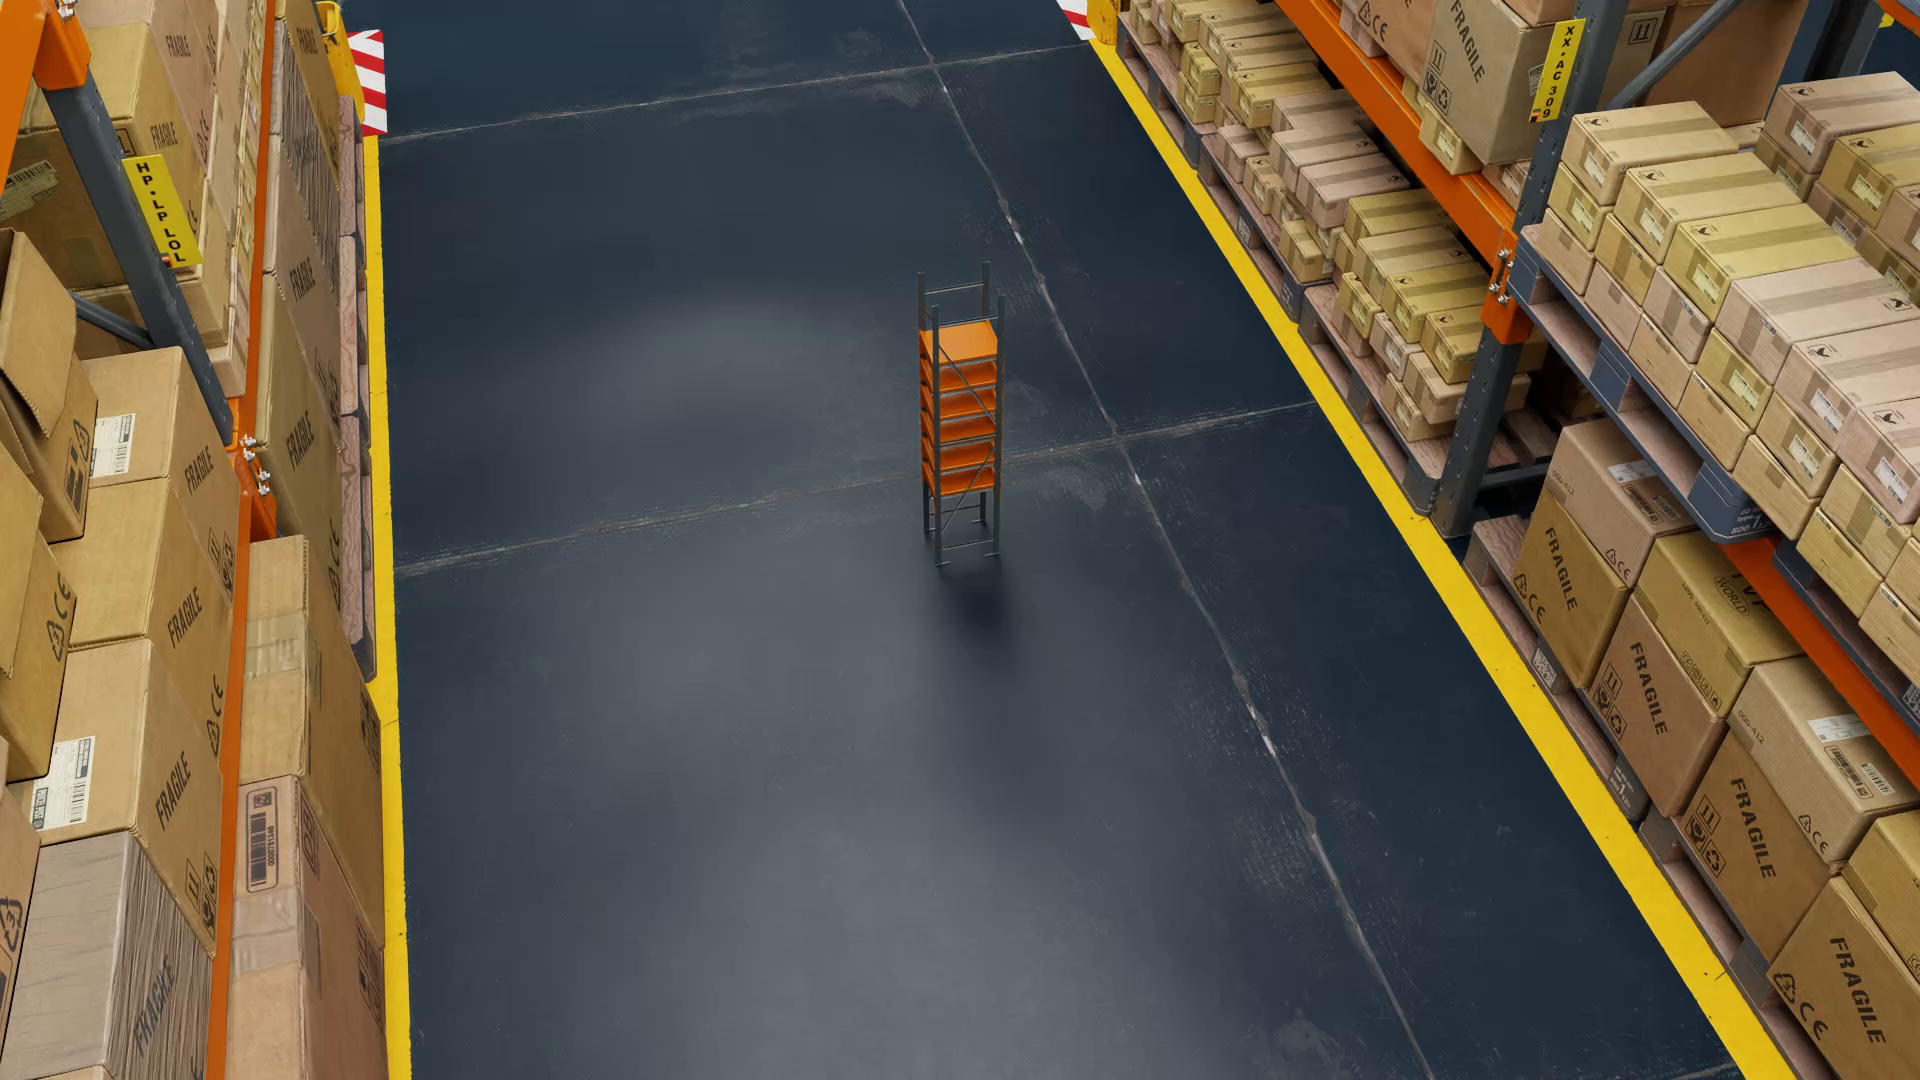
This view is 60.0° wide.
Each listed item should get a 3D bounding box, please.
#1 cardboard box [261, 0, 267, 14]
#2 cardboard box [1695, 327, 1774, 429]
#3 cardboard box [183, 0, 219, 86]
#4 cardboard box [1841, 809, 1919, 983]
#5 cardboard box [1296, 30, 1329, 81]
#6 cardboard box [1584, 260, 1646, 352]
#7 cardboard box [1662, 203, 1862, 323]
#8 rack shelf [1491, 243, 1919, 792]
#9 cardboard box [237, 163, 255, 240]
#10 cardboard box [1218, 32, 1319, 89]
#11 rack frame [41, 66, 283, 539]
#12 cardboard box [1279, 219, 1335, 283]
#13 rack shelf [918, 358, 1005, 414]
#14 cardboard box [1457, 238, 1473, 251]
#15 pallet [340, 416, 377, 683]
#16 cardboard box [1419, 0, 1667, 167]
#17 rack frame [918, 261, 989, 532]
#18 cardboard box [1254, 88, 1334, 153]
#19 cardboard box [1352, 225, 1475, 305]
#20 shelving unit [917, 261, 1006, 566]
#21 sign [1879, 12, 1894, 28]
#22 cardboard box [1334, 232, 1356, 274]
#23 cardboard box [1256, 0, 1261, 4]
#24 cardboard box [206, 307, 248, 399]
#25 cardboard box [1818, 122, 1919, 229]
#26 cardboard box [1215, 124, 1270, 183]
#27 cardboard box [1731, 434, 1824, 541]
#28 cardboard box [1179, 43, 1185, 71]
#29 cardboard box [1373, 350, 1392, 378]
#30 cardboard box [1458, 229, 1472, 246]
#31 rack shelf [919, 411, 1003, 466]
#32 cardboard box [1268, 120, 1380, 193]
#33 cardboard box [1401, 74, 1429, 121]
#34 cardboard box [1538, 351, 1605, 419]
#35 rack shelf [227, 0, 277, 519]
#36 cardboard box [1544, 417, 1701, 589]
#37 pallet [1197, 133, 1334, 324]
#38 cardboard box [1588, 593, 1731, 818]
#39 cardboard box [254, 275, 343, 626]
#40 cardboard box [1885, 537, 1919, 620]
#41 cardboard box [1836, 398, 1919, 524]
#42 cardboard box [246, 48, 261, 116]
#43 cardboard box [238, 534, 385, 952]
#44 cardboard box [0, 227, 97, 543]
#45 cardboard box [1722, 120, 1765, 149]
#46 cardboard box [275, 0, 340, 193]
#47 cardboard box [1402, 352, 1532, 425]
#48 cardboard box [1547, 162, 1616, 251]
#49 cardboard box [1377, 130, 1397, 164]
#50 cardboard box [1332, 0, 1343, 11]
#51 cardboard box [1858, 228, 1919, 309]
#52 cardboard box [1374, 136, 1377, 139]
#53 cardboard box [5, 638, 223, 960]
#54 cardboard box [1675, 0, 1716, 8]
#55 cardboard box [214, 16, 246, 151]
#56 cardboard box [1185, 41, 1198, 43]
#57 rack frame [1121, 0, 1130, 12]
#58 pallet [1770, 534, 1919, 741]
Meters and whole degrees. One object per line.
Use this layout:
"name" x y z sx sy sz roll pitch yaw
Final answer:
"cardboard box" -2.890 -2.126 6.409 0.380 0.149 0.250 -12 47 -11
"cardboard box" 2.141 -0.451 4.265 0.380 0.149 0.250 -13 47 -12
"cardboard box" -2.670 -1.734 5.221 0.500 0.500 0.500 -12 47 -12
"cardboard box" 2.623 0.923 4.177 0.500 0.250 0.500 -10 46 -9
"cardboard box" 1.774 -2.320 7.917 0.380 0.149 0.250 -11 47 -11
"cardboard box" 2.015 -0.692 4.710 0.380 0.149 0.250 -10 46 -10
"cardboard box" 2.079 -0.722 4.323 0.380 0.149 0.250 -10 46 -10
"rack shelf" 2.794 0.453 4.210 1.077 0.370 4.000 -11 47 -10
"cardboard box" -2.497 -1.064 5.369 0.380 0.149 0.250 -12 47 -11
"cardboard box" 1.397 -2.160 7.552 0.380 0.149 0.250 -9 46 -9
"rack frame" -2.538 -0.343 4.486 1.000 3.000 0.127 -11 47 -10
"cardboard box" 1.588 -1.252 7.079 0.380 0.149 0.250 -11 47 -10
"rack shelf" 0.004 -0.547 5.672 0.258 0.103 0.180 -11 47 -10
"cardboard box" 2.184 -1.249 6.867 0.380 0.149 0.250 -13 47 -12
"pallet" -2.657 0.094 6.010 1.003 0.211 1.213 -11 47 -10
"cardboard box" 1.886 -1.601 5.441 0.500 0.500 0.500 -11 47 -10
"rack frame" -0.020 -0.473 5.874 0.240 1.200 0.006 -11 47 -10
"cardboard box" 1.538 -1.891 7.497 0.380 0.149 0.250 -9 46 -8
"cardboard box" 1.765 -1.075 6.489 0.380 0.149 0.250 -11 47 -11
"shelving unit" 0.004 -0.410 5.812 0.258 1.200 0.189 -11 47 -10
"sign" 2.818 -1.689 4.994 0.100 0.325 0.005 -11 47 -10
"cardboard box" 1.758 -1.150 6.770 0.380 0.149 0.250 -10 46 -10
"cardboard box" 1.251 -2.707 8.088 0.380 0.149 0.250 -10 46 -10
"cardboard box" -2.292 -0.520 4.835 0.380 0.149 0.250 -11 47 -10
"cardboard box" 2.644 -1.020 4.615 0.380 0.149 0.250 -12 47 -12
"cardboard box" 1.396 -1.791 7.607 0.380 0.149 0.250 -13 47 -12
"cardboard box" 2.204 -0.170 4.198 0.380 0.149 0.250 -13 47 -12
"cardboard box" 1.300 -2.334 8.140 0.380 0.149 0.250 -10 46 -10
"cardboard box" 1.867 -0.732 6.569 0.380 0.149 0.250 -10 46 -9
"cardboard box" 2.180 -1.355 6.764 0.380 0.149 0.250 -12 47 -11
"rack shelf" 0.004 -0.379 5.843 0.258 0.103 0.180 -11 47 -10
"cardboard box" 1.535 -1.622 7.025 0.380 0.149 0.250 -12 47 -12
"cardboard box" 1.801 -1.600 5.893 0.380 0.149 0.250 -9 46 -9
"cardboard box" 2.500 -0.639 6.478 0.380 0.149 0.250 -13 47 -12
"rack shelf" -3.050 -1.472 6.096 1.077 0.370 4.000 -11 47 -10
"cardboard box" 2.216 -0.156 5.234 0.500 0.250 0.500 -13 47 -12
"pallet" 1.760 -1.505 7.577 1.003 0.211 1.213 -11 47 -10
"cardboard box" 2.352 0.472 5.144 0.500 0.500 0.500 -9 46 -9
"cardboard box" -2.630 -0.216 5.555 0.875 0.875 0.875 -11 47 -10
"cardboard box" 2.341 0.093 3.733 0.380 0.149 0.250 -12 47 -11
"cardboard box" 2.271 -0.199 3.810 0.380 0.149 0.250 -9 46 -9
"cardboard box" -2.693 -1.596 5.890 0.380 0.149 0.250 -12 47 -11
"cardboard box" -2.355 0.692 4.665 1.225 0.875 0.875 -11 47 -10
"cardboard box" -2.367 -0.289 3.661 0.797 0.503 0.637 -12 47 -11
"cardboard box" 2.526 -1.347 5.646 0.380 0.149 0.250 -9 46 -9
"cardboard box" -3.321 -2.080 7.382 0.875 0.875 0.875 -11 47 -10
"cardboard box" 1.895 -0.592 6.224 0.380 0.149 0.250 -10 46 -10
"cardboard box" 1.939 -0.987 4.791 0.380 0.149 0.250 -10 46 -10
"cardboard box" 2.094 -1.803 7.411 0.380 0.149 0.250 -10 46 -10
"cardboard box" 1.647 -2.150 6.432 0.380 0.149 0.250 -11 47 -11
"cardboard box" 2.704 -0.751 4.559 0.380 0.149 0.250 -9 46 -9
"cardboard box" 1.995 -1.883 7.697 0.380 0.149 0.250 -10 46 -10
"cardboard box" -1.894 0.598 3.494 0.500 0.500 0.500 -11 47 -11
"cardboard box" 2.402 -2.025 5.156 0.500 0.500 0.500 -10 46 -9
"cardboard box" -2.666 -1.467 5.485 0.500 0.250 0.500 -10 46 -9
"cardboard box" 1.308 -2.434 8.029 0.380 0.149 0.250 -10 46 -10
"rack frame" 1.258 -3.941 8.012 1.000 3.000 0.127 -11 47 -10
"pallet" 2.760 0.290 4.000 1.003 0.211 1.213 -11 47 -10
